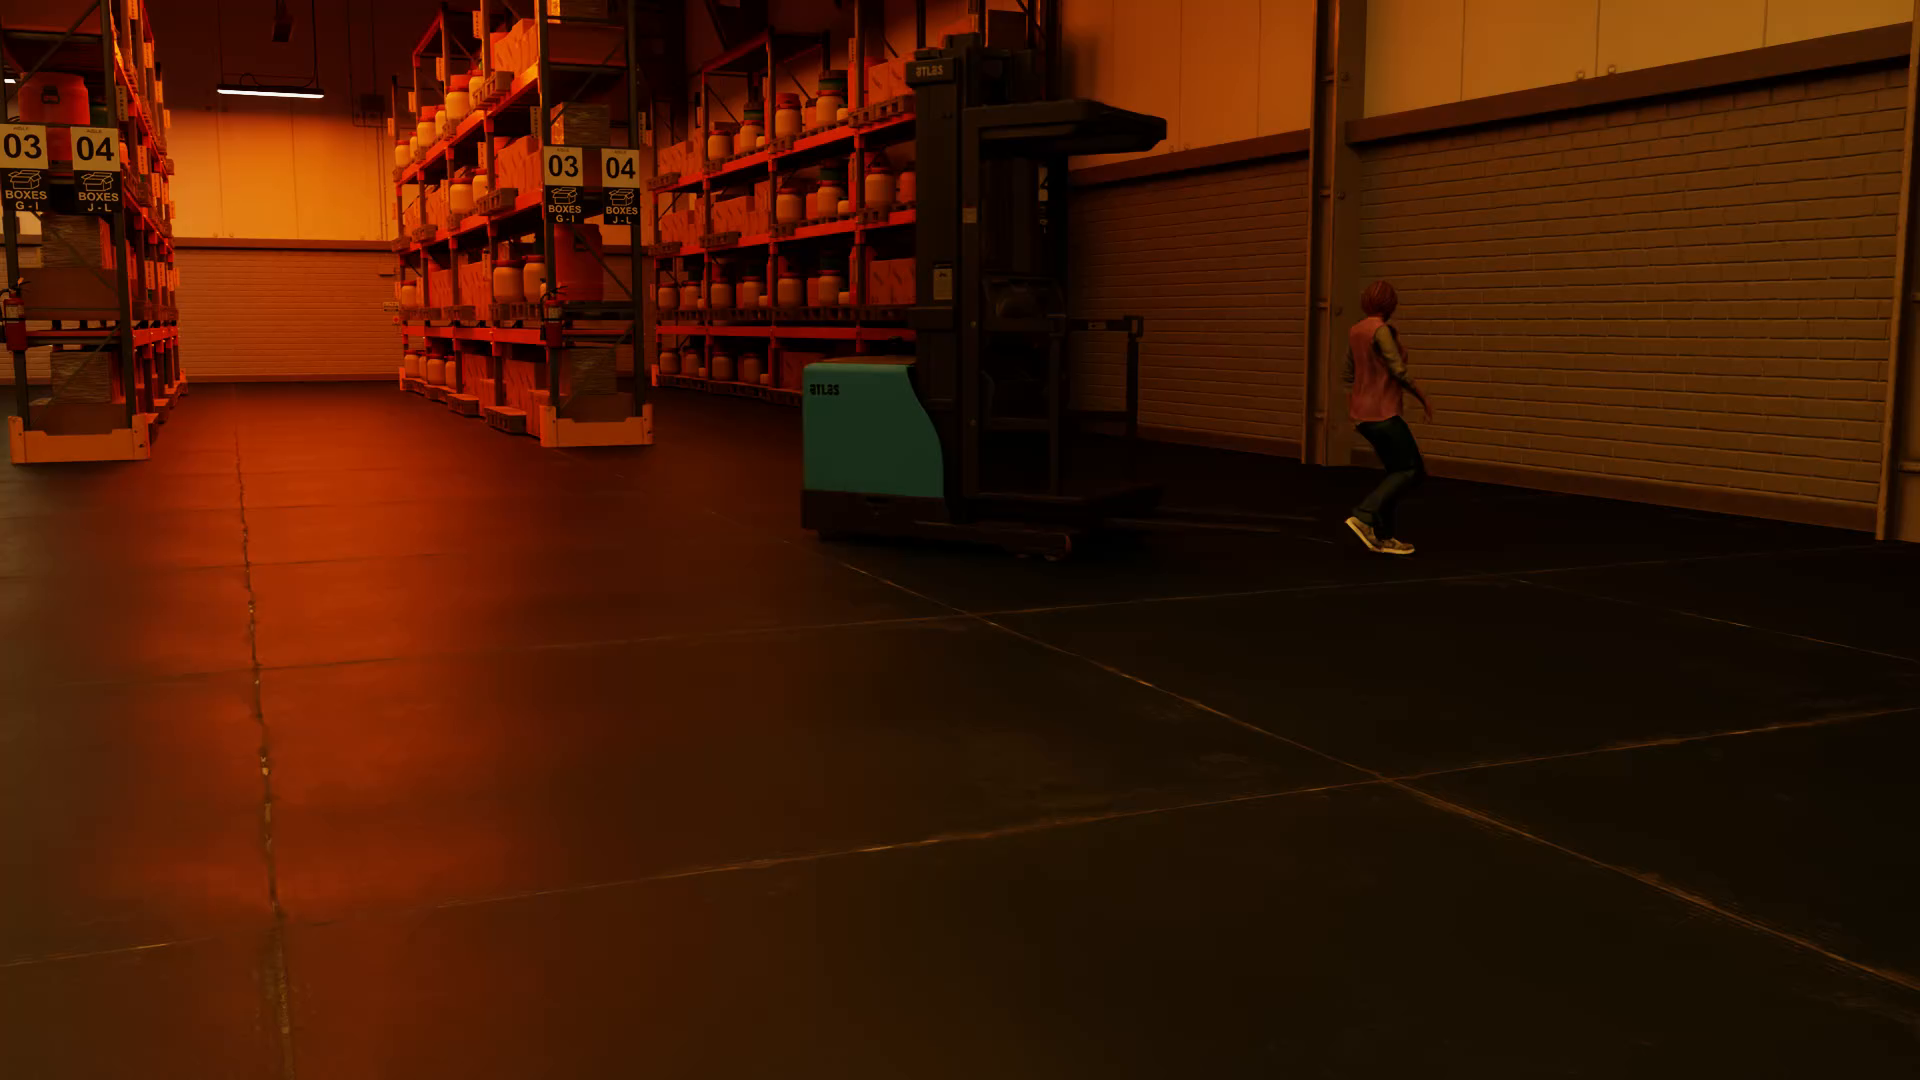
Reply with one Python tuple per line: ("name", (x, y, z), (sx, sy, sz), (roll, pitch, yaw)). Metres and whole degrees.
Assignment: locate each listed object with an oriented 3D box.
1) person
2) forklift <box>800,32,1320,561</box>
("person", (2.416, -0.694, 9.485), (0.481, 1.562, 0.623), (0, 8, -1))
("forklift", (0.553, -1.413, 9.656), (3.031, 2.935, 1.130), (4, 9, 31))
